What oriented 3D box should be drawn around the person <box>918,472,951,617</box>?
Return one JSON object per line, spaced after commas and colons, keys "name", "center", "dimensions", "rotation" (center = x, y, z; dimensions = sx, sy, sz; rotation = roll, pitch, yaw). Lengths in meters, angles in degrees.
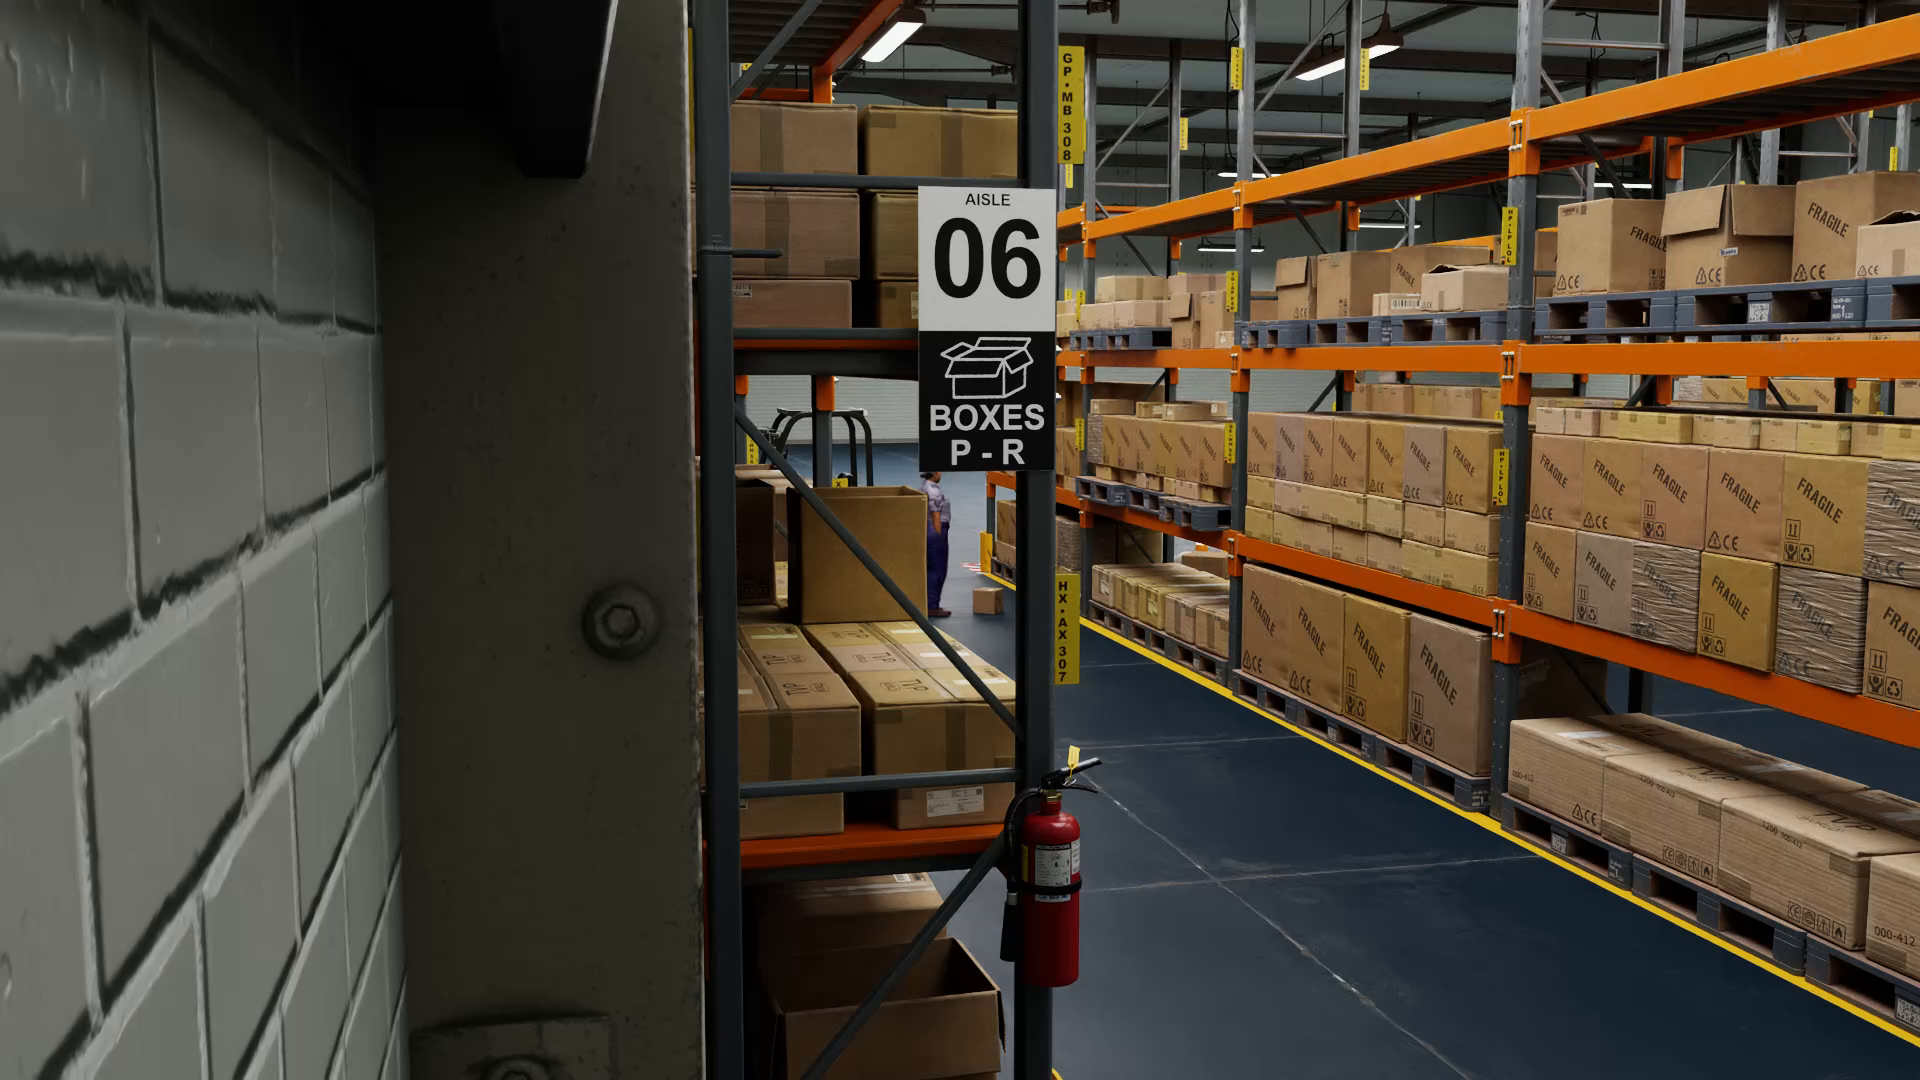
{"name": "person", "center": [-0.284, -0.021, 17.739], "dimensions": [0.343, 1.645, 0.467], "rotation": [-2, 7, -20]}
